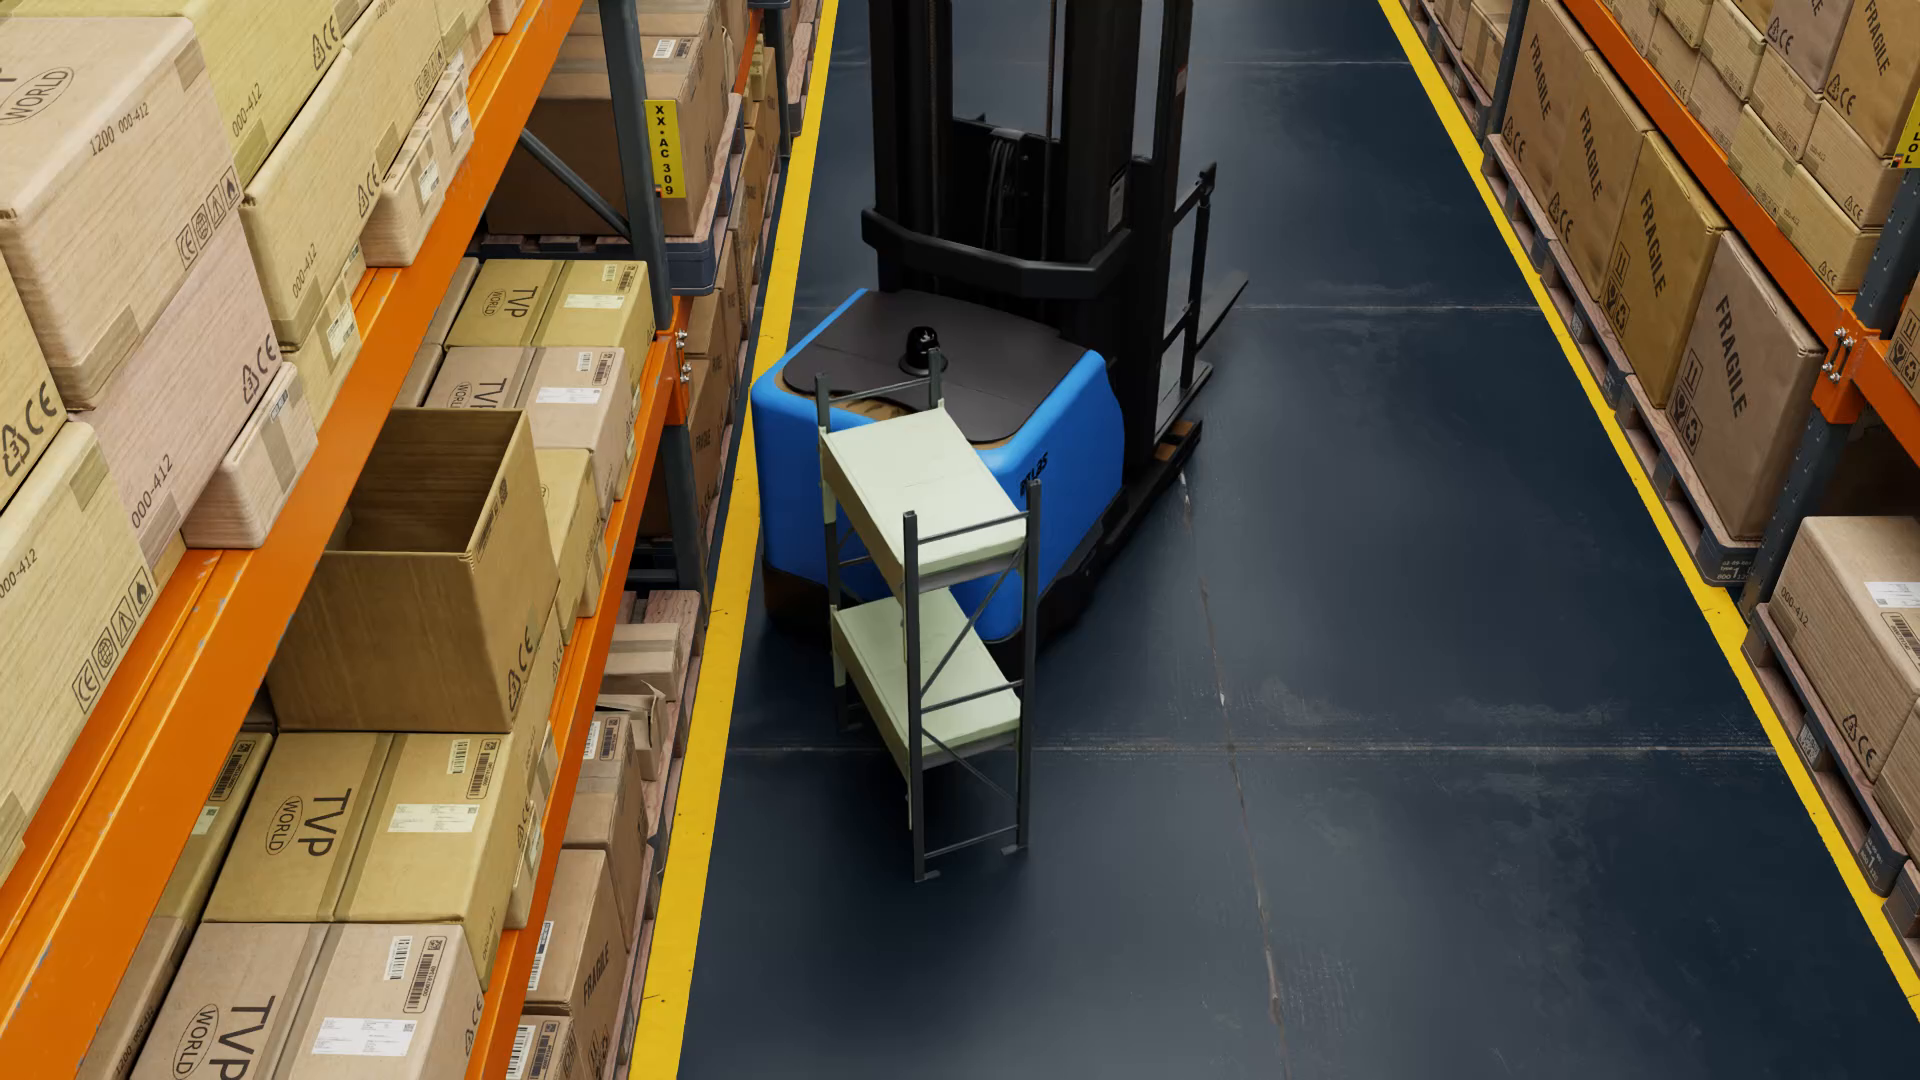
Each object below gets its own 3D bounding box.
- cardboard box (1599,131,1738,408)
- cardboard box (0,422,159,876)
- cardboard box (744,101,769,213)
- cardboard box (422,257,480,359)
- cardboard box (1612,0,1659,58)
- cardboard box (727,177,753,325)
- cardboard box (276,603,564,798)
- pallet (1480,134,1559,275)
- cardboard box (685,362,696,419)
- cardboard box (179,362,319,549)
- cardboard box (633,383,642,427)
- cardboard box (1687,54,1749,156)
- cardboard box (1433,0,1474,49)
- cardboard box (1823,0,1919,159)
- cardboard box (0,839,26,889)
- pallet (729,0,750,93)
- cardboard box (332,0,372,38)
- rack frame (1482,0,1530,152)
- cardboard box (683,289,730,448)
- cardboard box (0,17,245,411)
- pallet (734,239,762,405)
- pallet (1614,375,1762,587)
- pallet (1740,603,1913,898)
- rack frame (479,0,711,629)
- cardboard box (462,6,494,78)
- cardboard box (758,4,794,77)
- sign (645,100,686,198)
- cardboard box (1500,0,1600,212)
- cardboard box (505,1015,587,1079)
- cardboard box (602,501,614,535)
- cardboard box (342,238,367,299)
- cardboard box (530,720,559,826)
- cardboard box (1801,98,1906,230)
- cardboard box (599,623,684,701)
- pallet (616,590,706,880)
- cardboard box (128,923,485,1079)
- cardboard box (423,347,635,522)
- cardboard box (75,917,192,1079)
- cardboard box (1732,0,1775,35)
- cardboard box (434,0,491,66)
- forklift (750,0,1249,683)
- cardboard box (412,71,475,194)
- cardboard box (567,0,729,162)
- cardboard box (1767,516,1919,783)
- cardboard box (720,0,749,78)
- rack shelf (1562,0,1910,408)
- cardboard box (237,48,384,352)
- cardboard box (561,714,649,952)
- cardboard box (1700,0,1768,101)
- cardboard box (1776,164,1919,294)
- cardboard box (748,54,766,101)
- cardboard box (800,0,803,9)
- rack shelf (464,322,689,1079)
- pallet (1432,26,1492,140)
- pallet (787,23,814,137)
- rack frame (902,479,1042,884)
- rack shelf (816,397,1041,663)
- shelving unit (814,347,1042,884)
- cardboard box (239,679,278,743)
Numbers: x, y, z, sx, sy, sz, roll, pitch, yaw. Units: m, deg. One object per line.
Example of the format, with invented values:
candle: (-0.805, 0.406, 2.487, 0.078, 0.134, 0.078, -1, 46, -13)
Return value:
cardboard box: (3.412, -1.165, 7.168, 0.875, 0.875, 0.875, 1, 39, 1)
cardboard box: (-1.184, 0.124, 1.680, 0.500, 0.250, 0.500, 0, 39, -1)
cardboard box: (-1.261, -1.984, 8.490, 0.500, 0.500, 0.500, -1, 39, -1)
cardboard box: (-1.731, -0.619, 5.006, 0.500, 0.250, 0.500, 0, 39, -1)
cardboard box: (3.259, -2.365, 7.422, 0.500, 0.250, 0.500, 1, 39, 1)
cardboard box: (-1.238, -1.332, 7.677, 0.500, 0.500, 0.500, -1, 39, -2)
cardboard box: (-1.215, 0.336, 3.814, 0.500, 0.250, 0.500, -1, 39, -1)
pallet: (3.423, -1.798, 8.824, 1.003, 0.211, 1.213, 0, 39, 0)
cardboard box: (-1.196, -0.538, 6.167, 0.380, 0.149, 0.250, 2, 39, 2)
cardboard box: (-1.132, -0.122, 2.306, 0.380, 0.149, 0.250, 1, 39, 1)
cardboard box: (-1.187, -0.411, 5.066, 0.380, 0.149, 0.250, 1, 39, 1)
cardboard box: (3.268, -1.733, 6.634, 0.500, 0.250, 0.500, -1, 39, -1)
cardboard box: (3.498, -3.332, 10.275, 0.950, 0.372, 0.625, -1, 39, -1)
cardboard box: (3.250, -1.586, 5.451, 0.500, 0.500, 0.500, 1, 39, 1)
cardboard box: (-1.225, 0.358, 1.707, 0.380, 0.149, 0.250, 1, 39, 1)
pallet: (-1.460, -2.082, 7.103, 1.003, 0.211, 1.213, 0, 39, 0)
cardboard box: (-1.213, -1.022, 2.710, 0.500, 0.250, 0.500, 1, 39, 1)
rack frame: (3.497, -3.379, 8.568, 1.000, 3.000, 0.127, 0, 39, 0)
cardboard box: (-1.248, -0.696, 6.882, 0.500, 0.500, 0.500, -1, 39, -1)
cardboard box: (-1.188, -0.389, 1.920, 0.500, 0.250, 0.500, 0, 39, 0)
pallet: (-1.505, -1.057, 7.900, 1.003, 0.211, 1.213, 0, 39, 0)
pallet: (3.426, -0.272, 6.920, 1.003, 0.211, 1.213, 0, 39, 0)
pallet: (3.424, 0.686, 5.725, 1.003, 0.211, 1.213, 0, 39, 0)
rack frame: (-1.462, -0.871, 5.439, 1.000, 3.000, 0.127, 0, 39, 0)
cardboard box: (-1.211, -1.078, 3.498, 0.380, 0.149, 0.250, 1, 39, 1)
cardboard box: (-1.454, -3.000, 9.658, 0.875, 0.625, 0.625, 1, 39, 1)
sign: (-0.919, -1.214, 5.175, 0.100, 0.325, 0.005, 0, 39, 0)
cardboard box: (3.415, -2.282, 8.562, 0.875, 0.875, 0.875, 0, 39, 0)
cardboard box: (-1.325, 1.524, 4.112, 0.700, 0.500, 0.500, 1, 39, 2)
cardboard box: (-1.189, -0.085, 4.658, 0.380, 0.149, 0.250, 1, 39, 1)
cardboard box: (-1.202, -0.441, 2.704, 0.380, 0.149, 0.250, 0, 39, -1)
cardboard box: (-1.156, 0.552, 3.864, 0.380, 0.149, 0.250, 1, 39, 1)
cardboard box: (3.258, -1.289, 5.681, 0.500, 0.250, 0.500, 0, 39, 0)
cardboard box: (-1.168, 0.425, 5.765, 0.380, 0.149, 0.250, -1, 39, -1)
pallet: (-1.462, 0.646, 5.775, 1.003, 0.211, 1.213, 0, 39, 0)
cardboard box: (-1.189, 0.973, 3.019, 0.500, 0.250, 0.500, 0, 39, 0)
cardboard box: (-1.202, -0.297, 4.605, 0.500, 0.250, 0.500, 0, 39, 0)
cardboard box: (-1.723, 0.962, 3.032, 0.500, 0.250, 0.500, 0, 39, 0)
cardboard box: (3.261, -2.226, 6.250, 0.500, 0.500, 0.500, 1, 39, 1)
cardboard box: (-1.211, -1.153, 3.273, 0.500, 0.250, 0.500, 1, 39, 1)
forklift: (0.390, -1.508, 6.288, 1.130, 2.935, 3.031, 18, 42, 21)
cardboard box: (-1.135, -0.757, 3.098, 0.380, 0.149, 0.250, 1, 39, 1)
cardboard box: (-1.239, -1.701, 6.058, 0.700, 0.500, 0.500, 0, 39, 0)
cardboard box: (3.395, 0.351, 5.626, 0.875, 0.438, 0.875, -1, 39, -1)
cardboard box: (-1.240, -2.192, 6.670, 0.700, 0.500, 0.500, 0, 39, 0)
rack shelf: (3.500, -1.847, 7.232, 1.077, 0.370, 4.000, 0, 39, 0)
cardboard box: (-1.194, -0.514, 2.476, 0.500, 0.250, 0.500, -1, 39, -1)
cardboard box: (-1.326, 0.875, 4.922, 0.700, 0.500, 0.500, -1, 39, -2)
cardboard box: (3.244, -1.926, 6.475, 0.500, 0.250, 0.500, 1, 39, 1)
cardboard box: (3.249, -1.099, 5.843, 0.500, 0.250, 0.500, -1, 39, -1)
cardboard box: (-1.181, -2.335, 8.410, 0.380, 0.149, 0.250, -2, 39, -2)
cardboard box: (-1.463, -3.830, 10.693, 0.875, 0.625, 0.625, -2, 39, -2)
rack shelf: (-1.460, 0.660, 4.103, 1.077, 0.370, 4.000, 0, 39, 0)
pallet: (3.498, -2.779, 10.049, 1.003, 0.211, 1.213, 0, 39, 0)
pallet: (-1.428, -2.800, 10.075, 1.003, 0.211, 1.213, 0, 39, 0)
rack frame: (0.035, 0.471, 4.963, 0.400, 1.500, 0.023, -15, 41, -17)
rack shelf: (-0.106, -0.045, 4.983, 0.431, 0.370, 0.720, -15, 41, -17)
shelving unit: (-0.106, 0.259, 5.227, 0.431, 1.500, 0.755, -15, 41, -17)
cardboard box: (-1.719, 0.326, 3.827, 0.500, 0.250, 0.500, 0, 39, 0)
